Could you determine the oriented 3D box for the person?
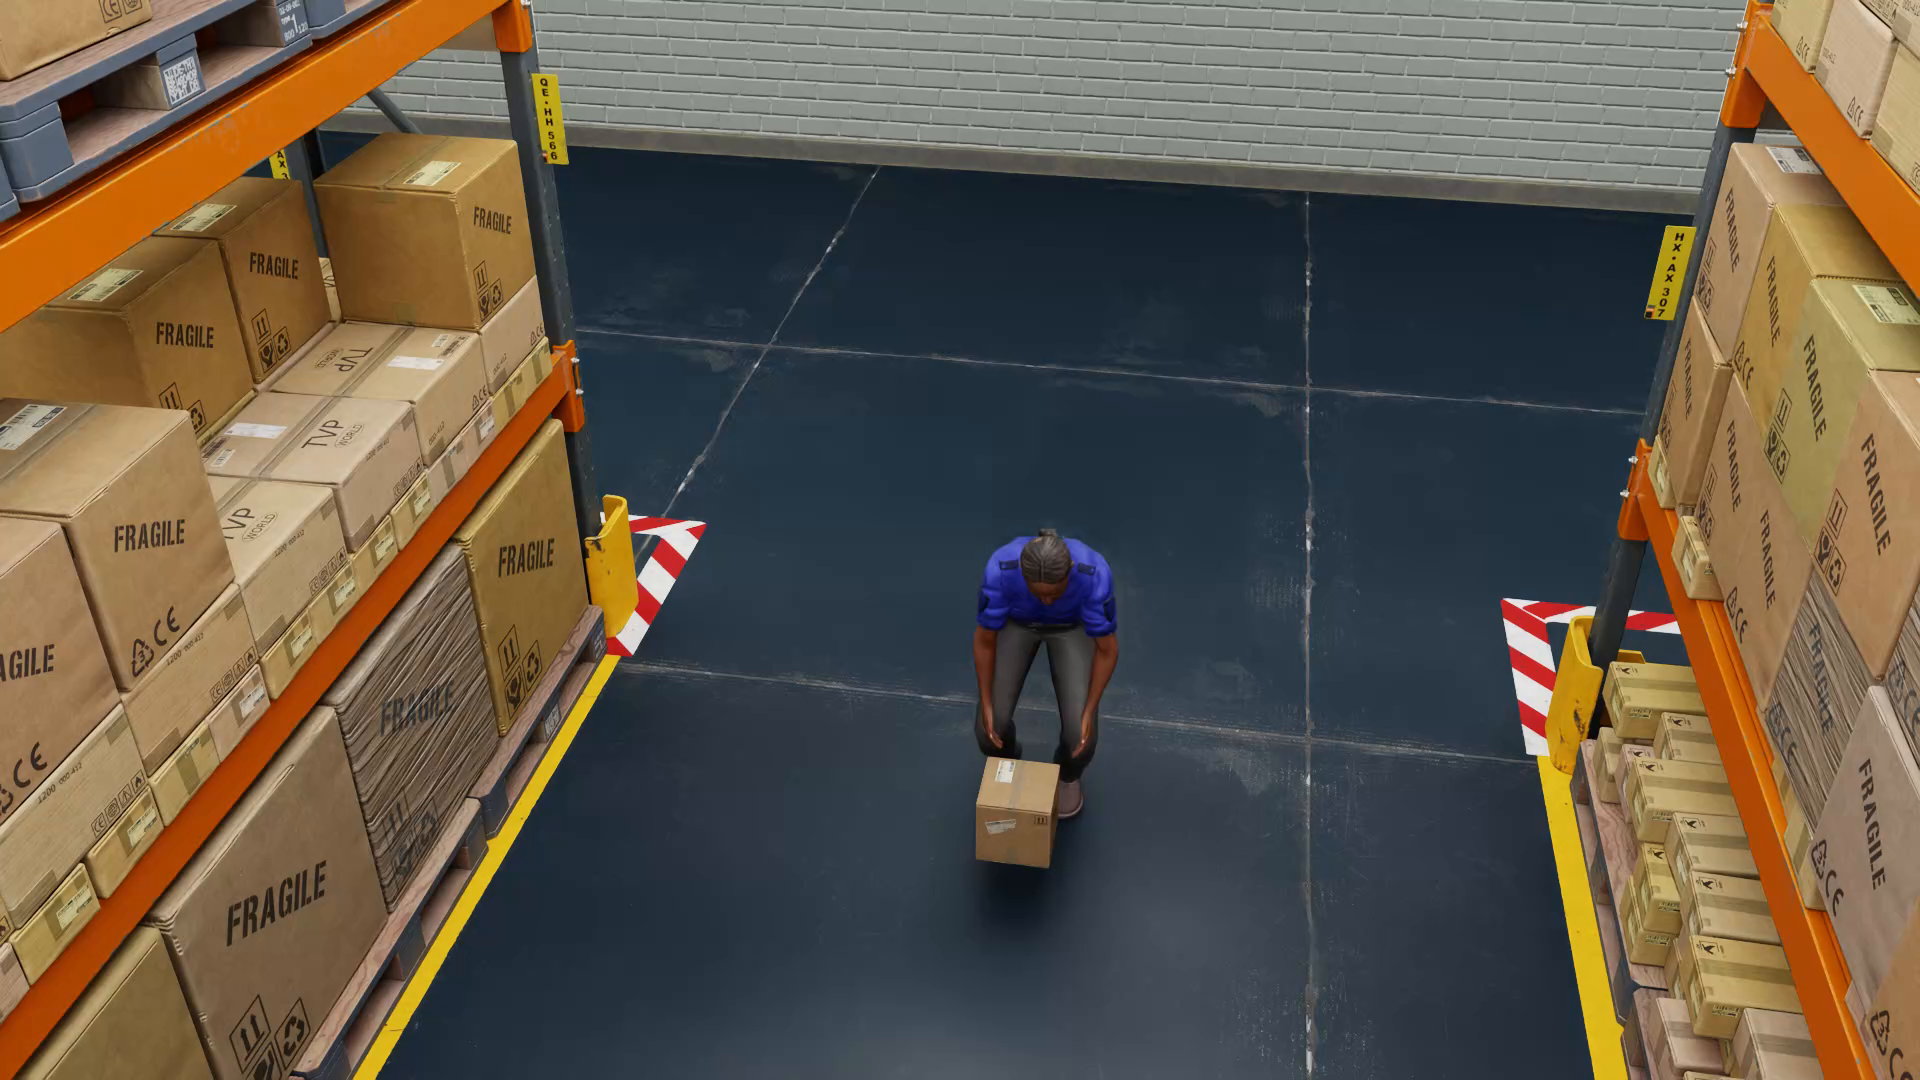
[{"bbox_3d":[0.308,0.423,5.815,0.498,1.308,0.668,5,33,8],"label":"person"}]
